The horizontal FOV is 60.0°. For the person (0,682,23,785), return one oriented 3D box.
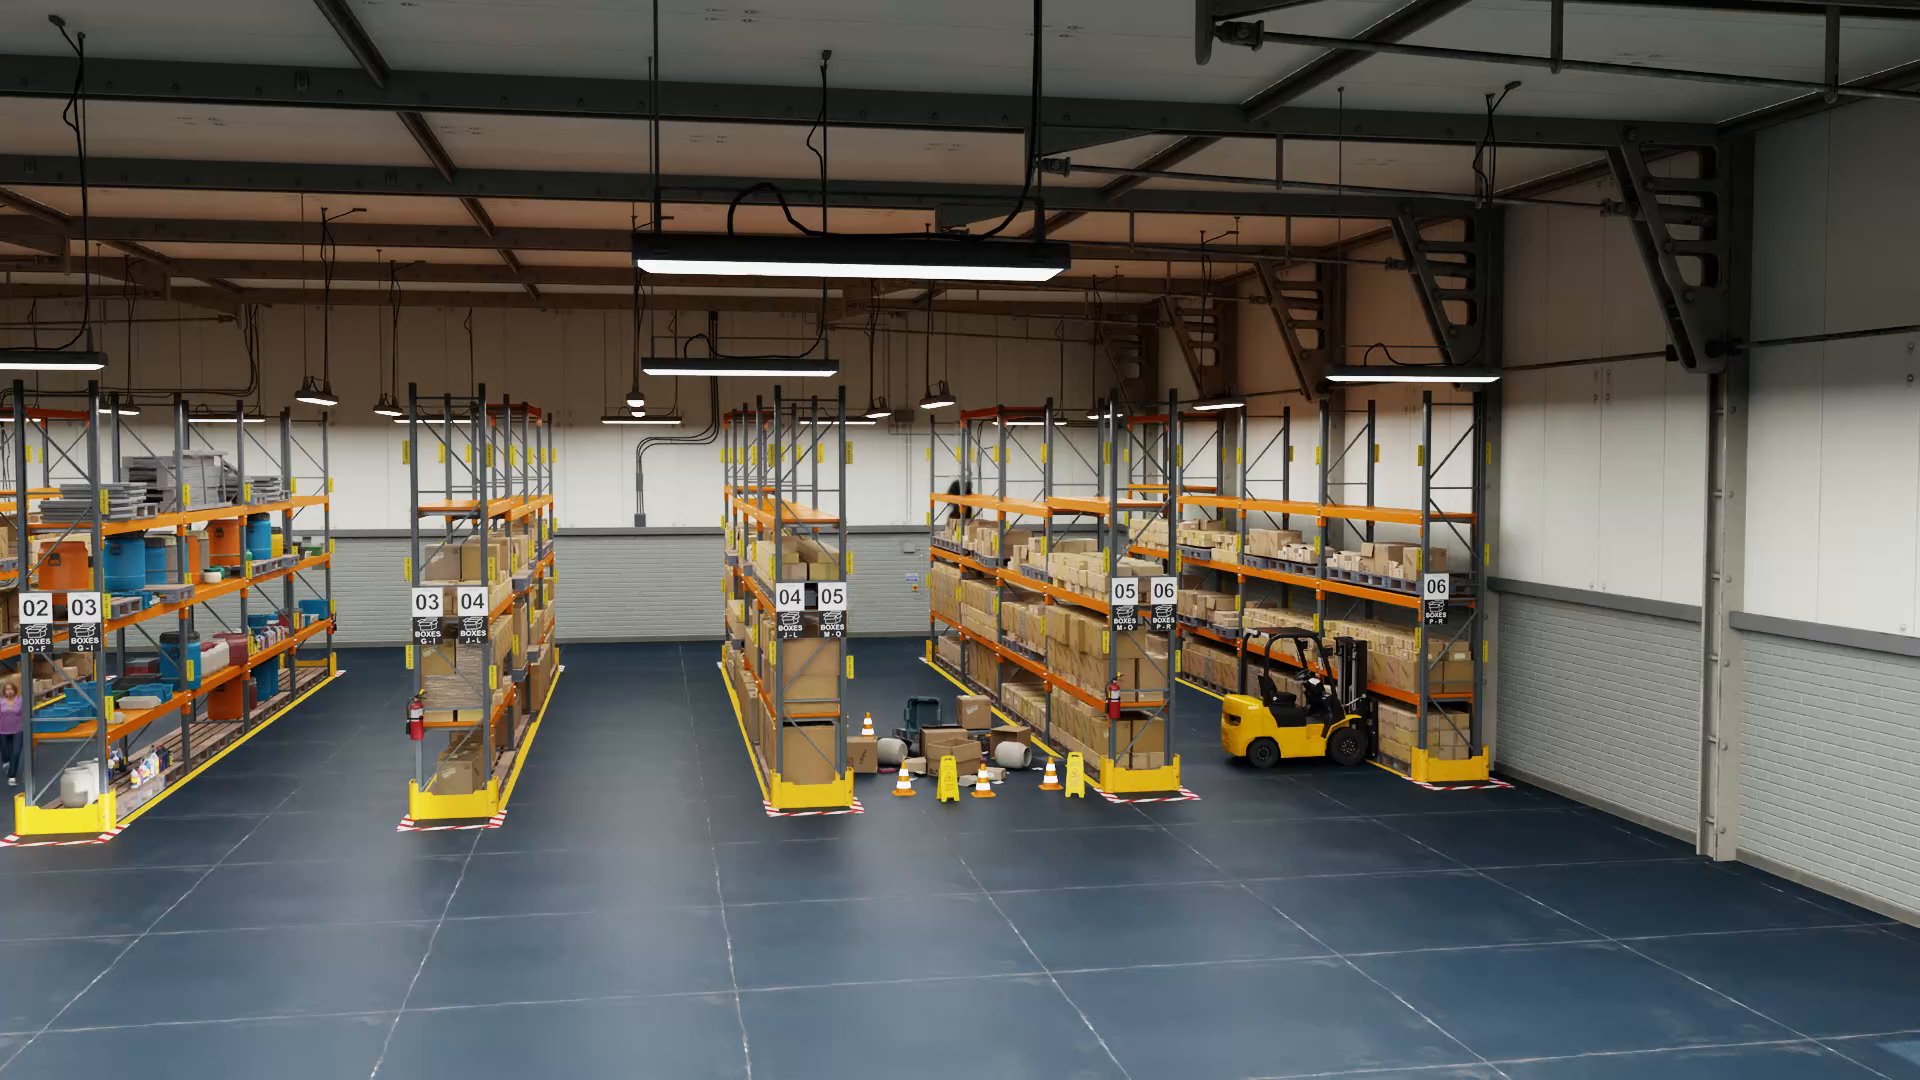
[{"bbox_3d":[-14.468,2.948,25.350,0.538,1.557,0.521,-2,3,-30],"label":"person"}]
